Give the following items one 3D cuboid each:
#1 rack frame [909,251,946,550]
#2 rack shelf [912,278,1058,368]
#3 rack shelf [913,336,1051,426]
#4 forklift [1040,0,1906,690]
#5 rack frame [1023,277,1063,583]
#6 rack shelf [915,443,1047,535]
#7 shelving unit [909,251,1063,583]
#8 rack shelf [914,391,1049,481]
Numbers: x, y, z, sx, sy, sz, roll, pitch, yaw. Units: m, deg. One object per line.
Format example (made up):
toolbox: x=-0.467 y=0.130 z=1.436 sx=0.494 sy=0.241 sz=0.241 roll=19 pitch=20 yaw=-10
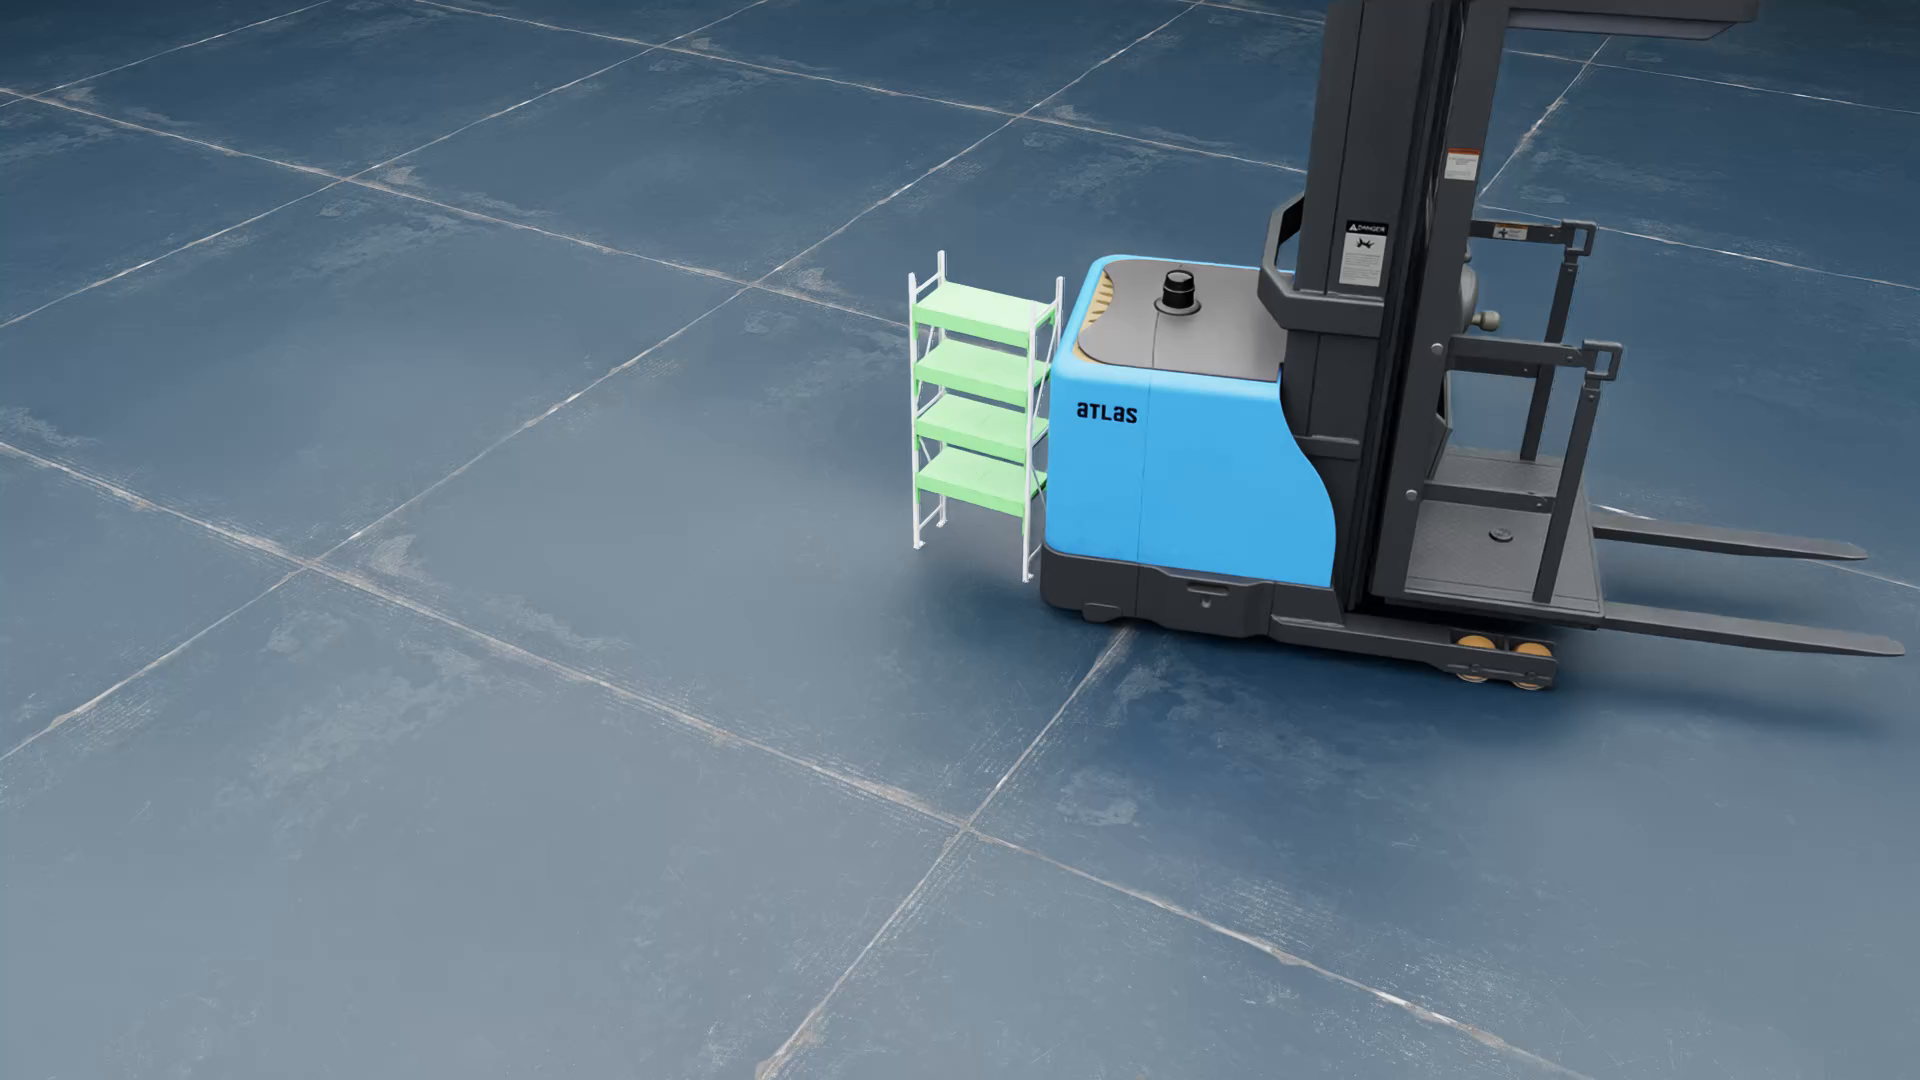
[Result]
rack frame: x=-0.122 y=-0.520 z=6.449 sx=0.015 sy=1.200 sz=0.240 roll=17 pitch=37 yaw=23
rack shelf: x=0.093 y=-0.803 z=6.123 sx=0.480 sy=0.148 sz=0.258 roll=17 pitch=37 yaw=23
rack shelf: x=0.093 y=-0.603 z=6.256 sx=0.480 sy=0.148 sz=0.258 roll=17 pitch=37 yaw=23
forklift: x=1.876 y=-1.010 z=5.622 sx=3.031 sy=2.935 sz=1.130 roll=7 pitch=34 yaw=11
rack frame: x=0.308 y=-0.393 z=6.257 sx=0.015 sy=1.200 sz=0.240 roll=17 pitch=37 yaw=23
rack shelf: x=0.093 y=-0.204 z=6.522 sx=0.480 sy=0.148 sz=0.258 roll=17 pitch=37 yaw=23
shelving unit: x=0.093 y=-0.457 z=6.353 sx=0.503 sy=1.200 sz=0.258 roll=17 pitch=37 yaw=23
rack shelf: x=0.093 y=-0.403 z=6.389 sx=0.480 sy=0.148 sz=0.258 roll=17 pitch=37 yaw=23
